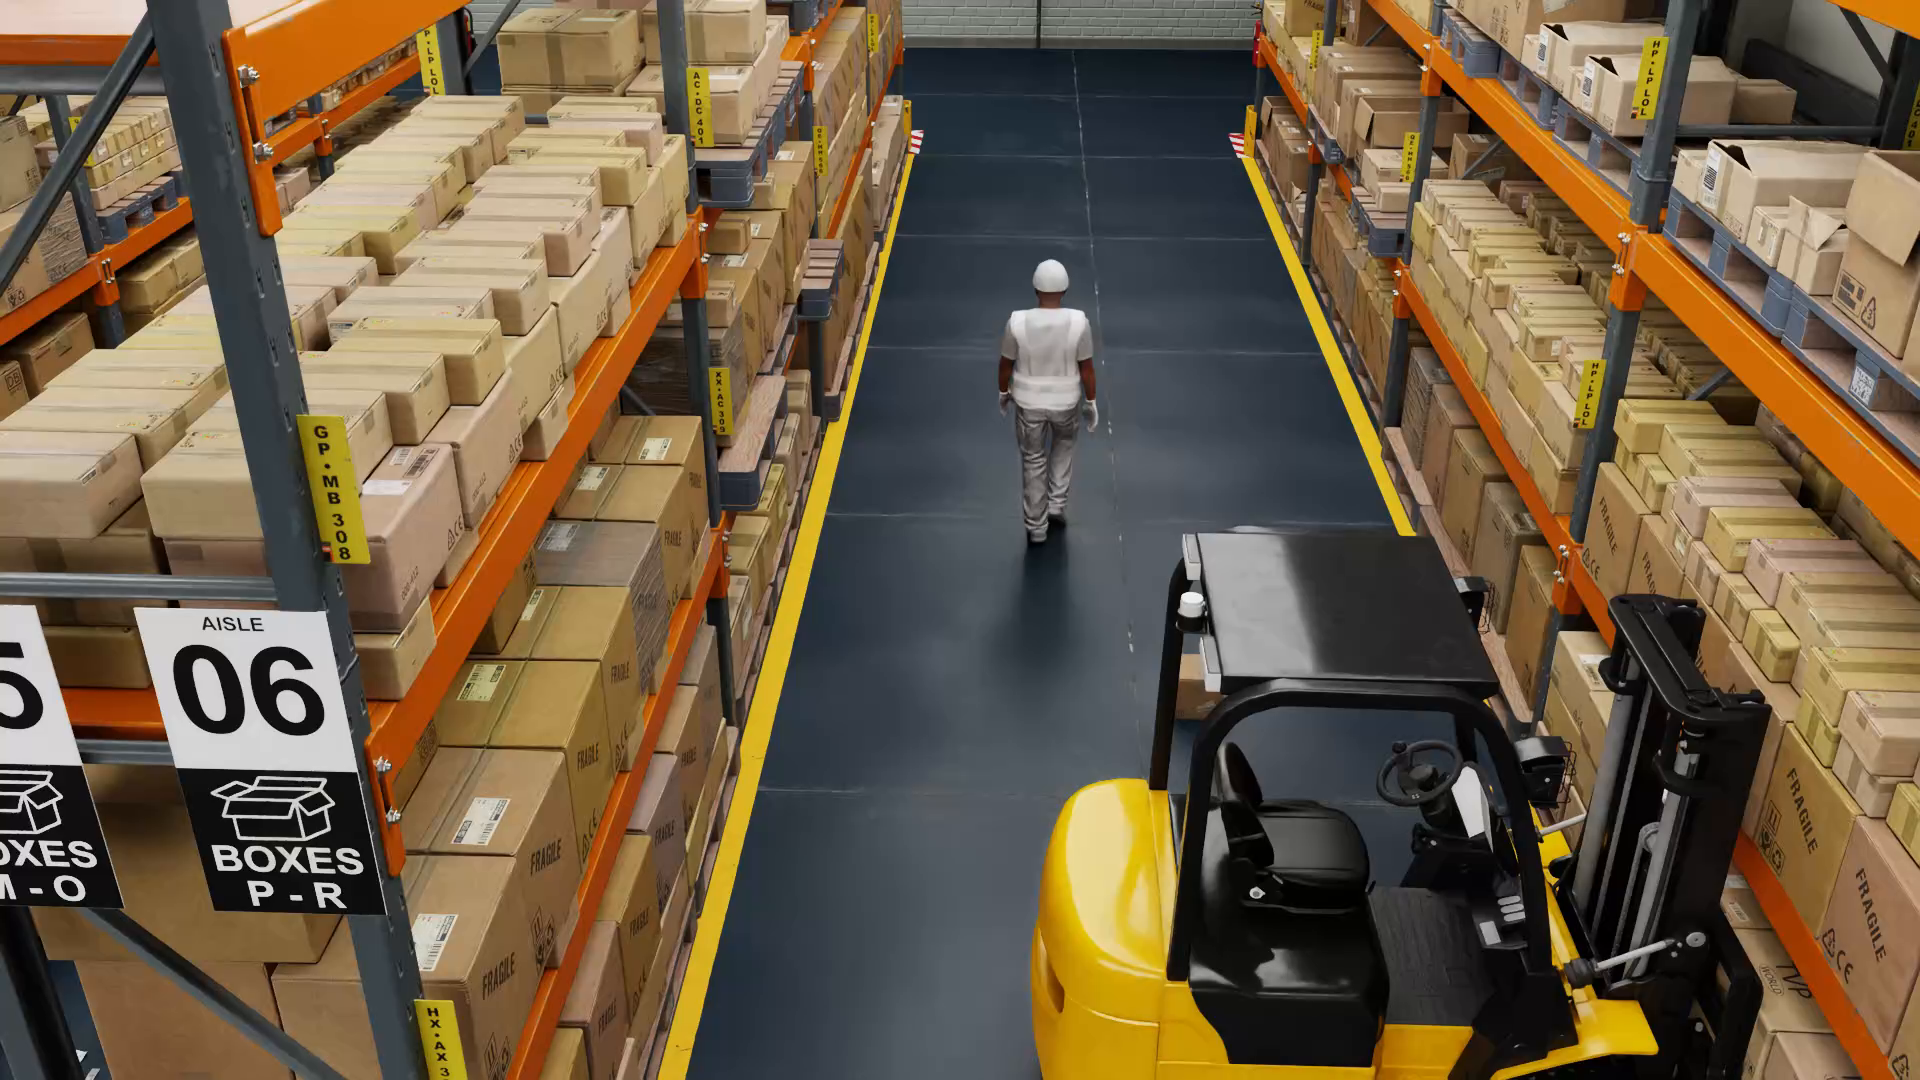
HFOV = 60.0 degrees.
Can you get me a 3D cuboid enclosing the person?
[{"bbox_3d":[0.532,-0.844,10.219,0.604,1.843,0.502,-1,28,-2],"label":"person"}]
